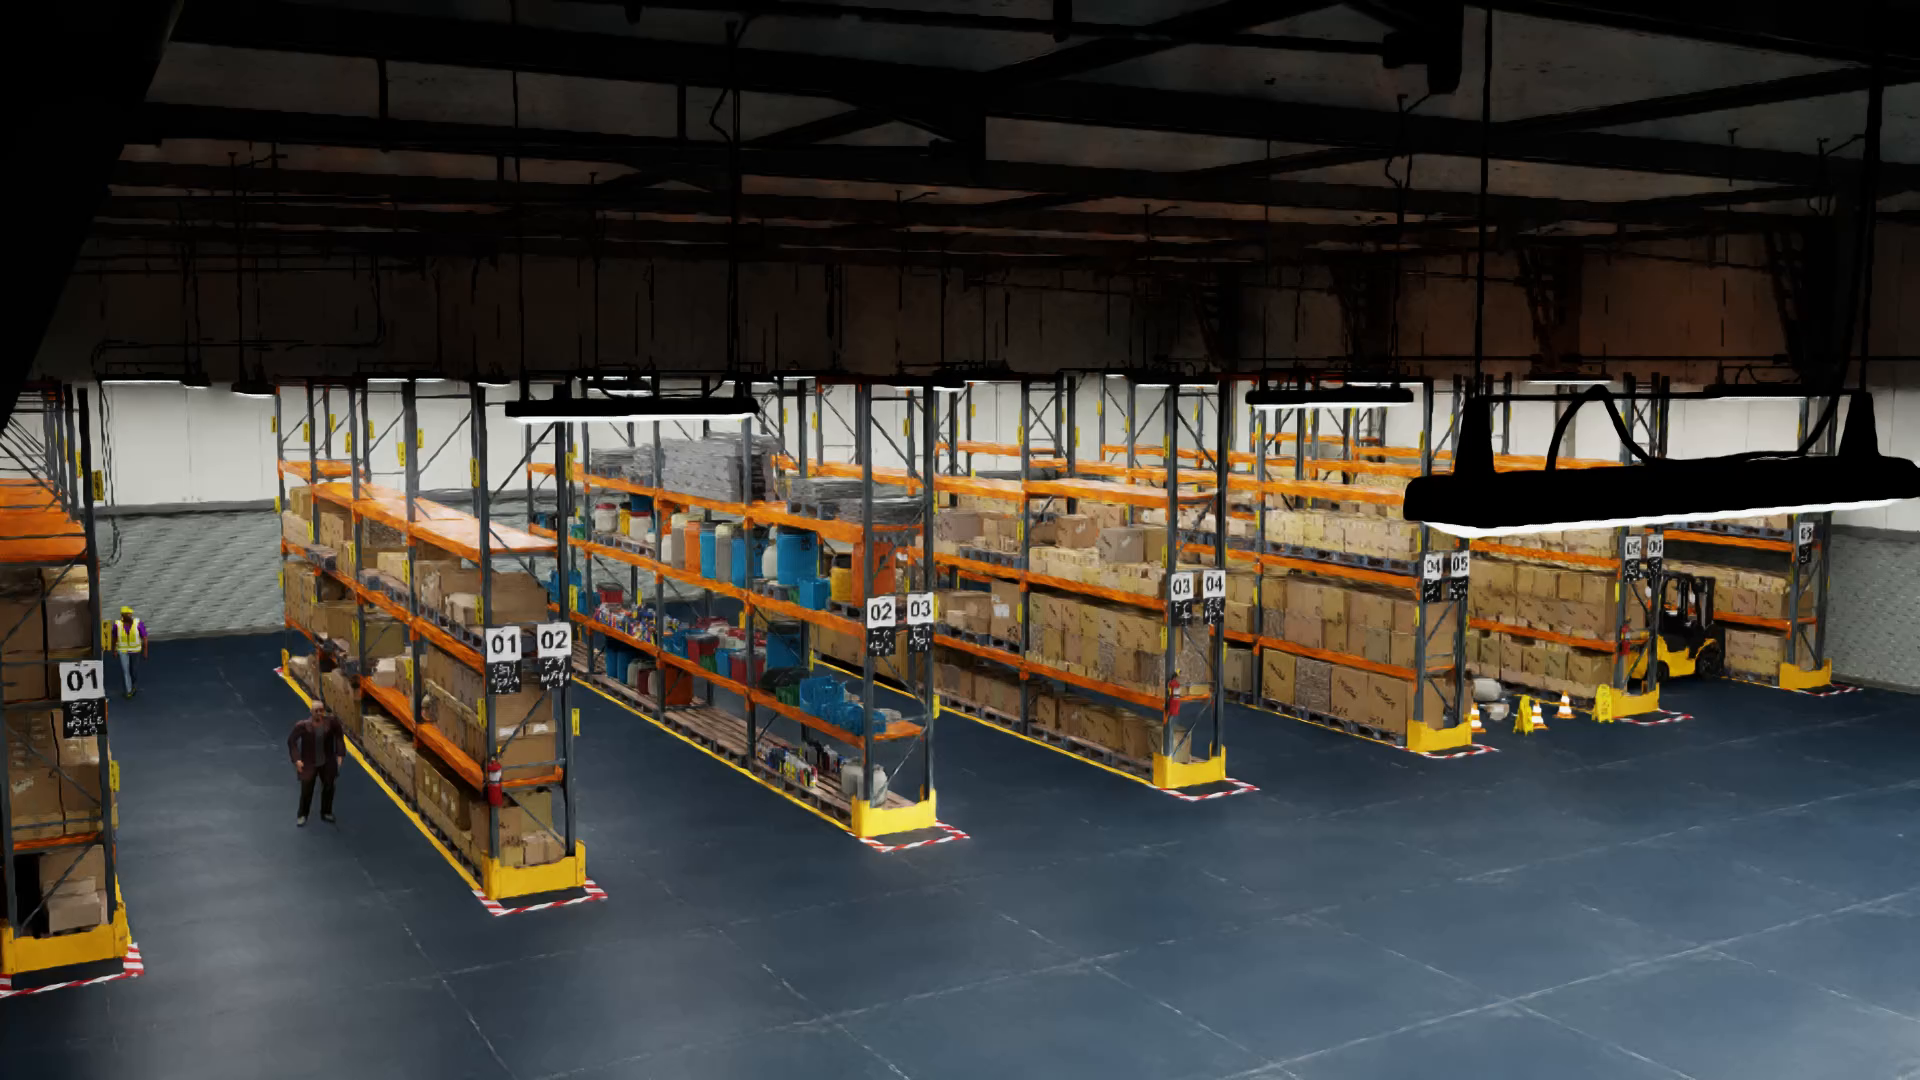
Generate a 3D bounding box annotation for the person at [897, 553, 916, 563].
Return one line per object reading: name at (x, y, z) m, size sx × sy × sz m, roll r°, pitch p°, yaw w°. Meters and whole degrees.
person at (-1.333, 0.693, 43.440) m, size 0.698 × 1.762 × 0.467 m, roll 4°, pitch 7°, yaw 30°

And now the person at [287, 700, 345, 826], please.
person at (-8.738, 3.009, 22.569) m, size 0.712 × 1.733 × 0.546 m, roll -4°, pitch 7°, yaw -31°

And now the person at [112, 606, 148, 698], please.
person at (-15.557, 2.071, 31.185) m, size 0.589 × 1.716 × 1.043 m, roll -4°, pitch 7°, yaw -31°
